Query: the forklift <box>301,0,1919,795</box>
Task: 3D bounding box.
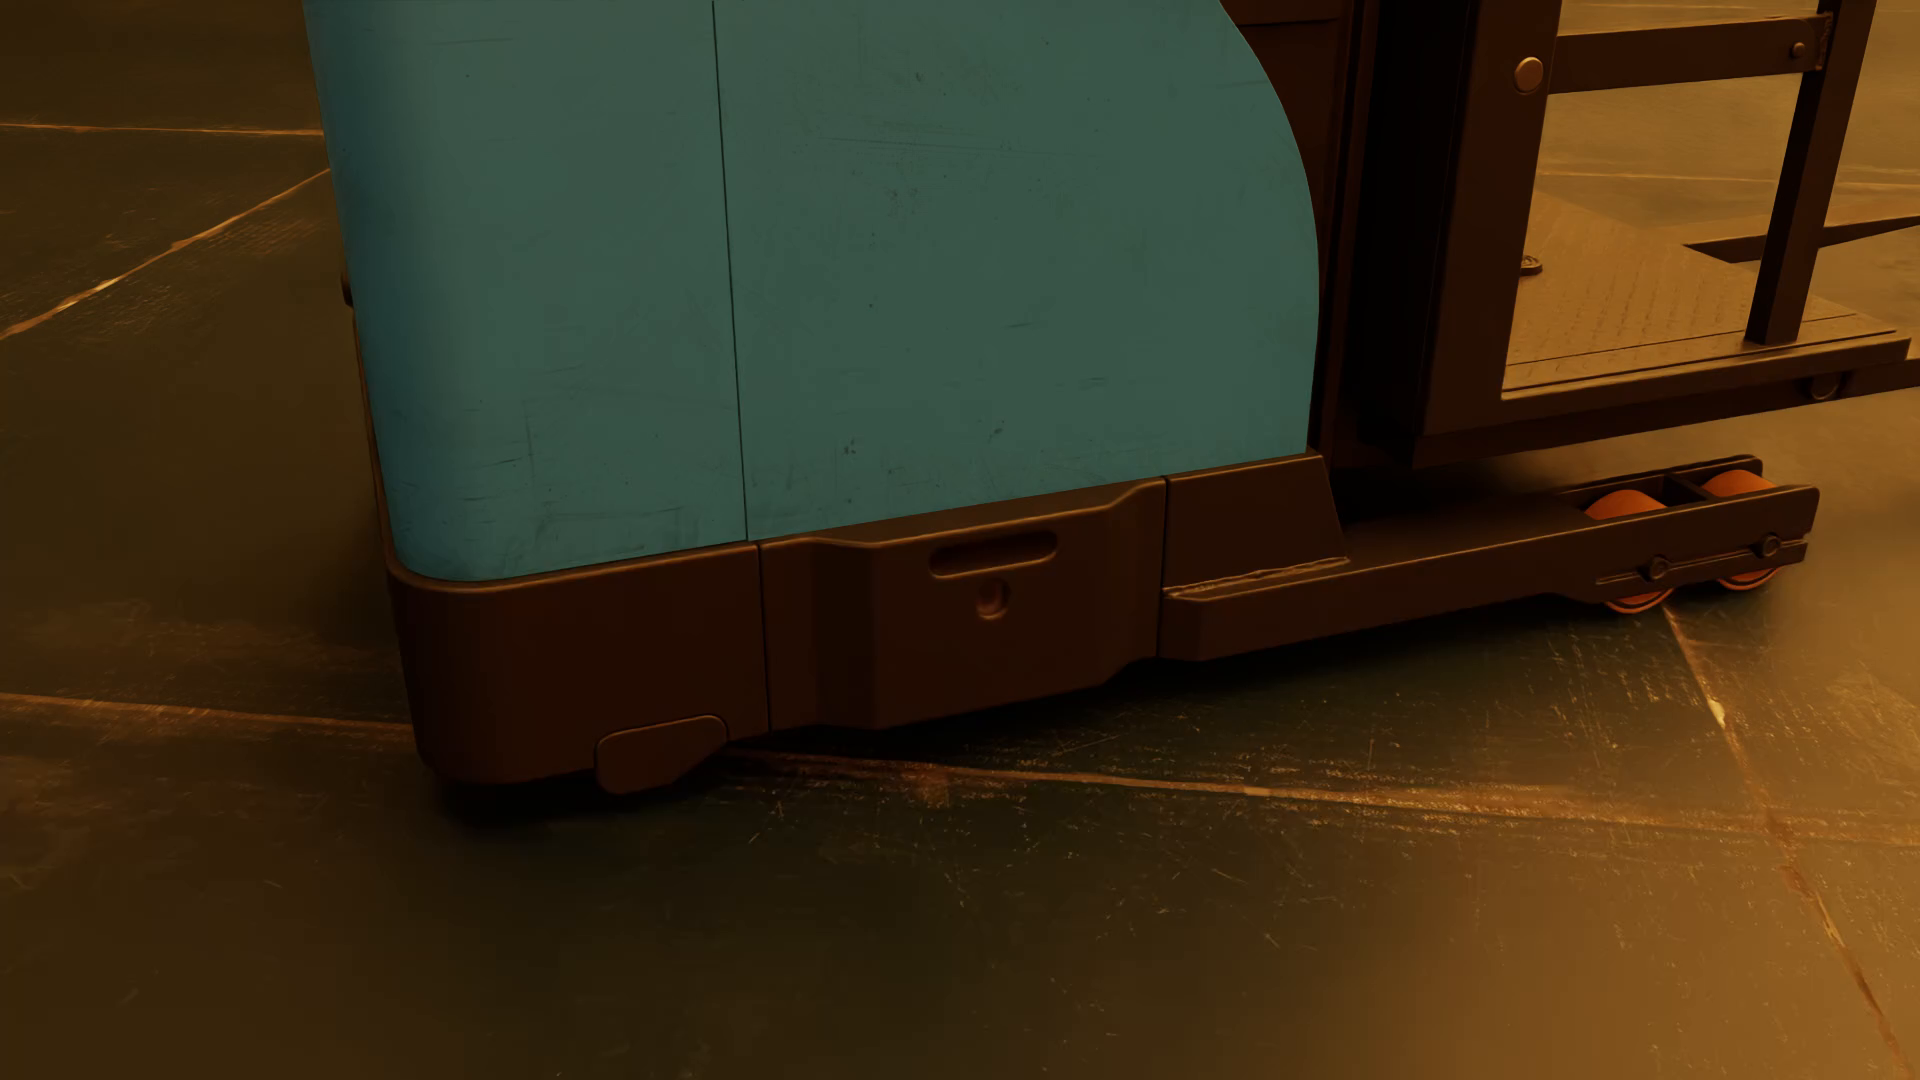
[{"bbox_3d":[0.666,-1.422,2.066,3.031,2.935,1.130,-9,28,-18],"label":"forklift"}]
